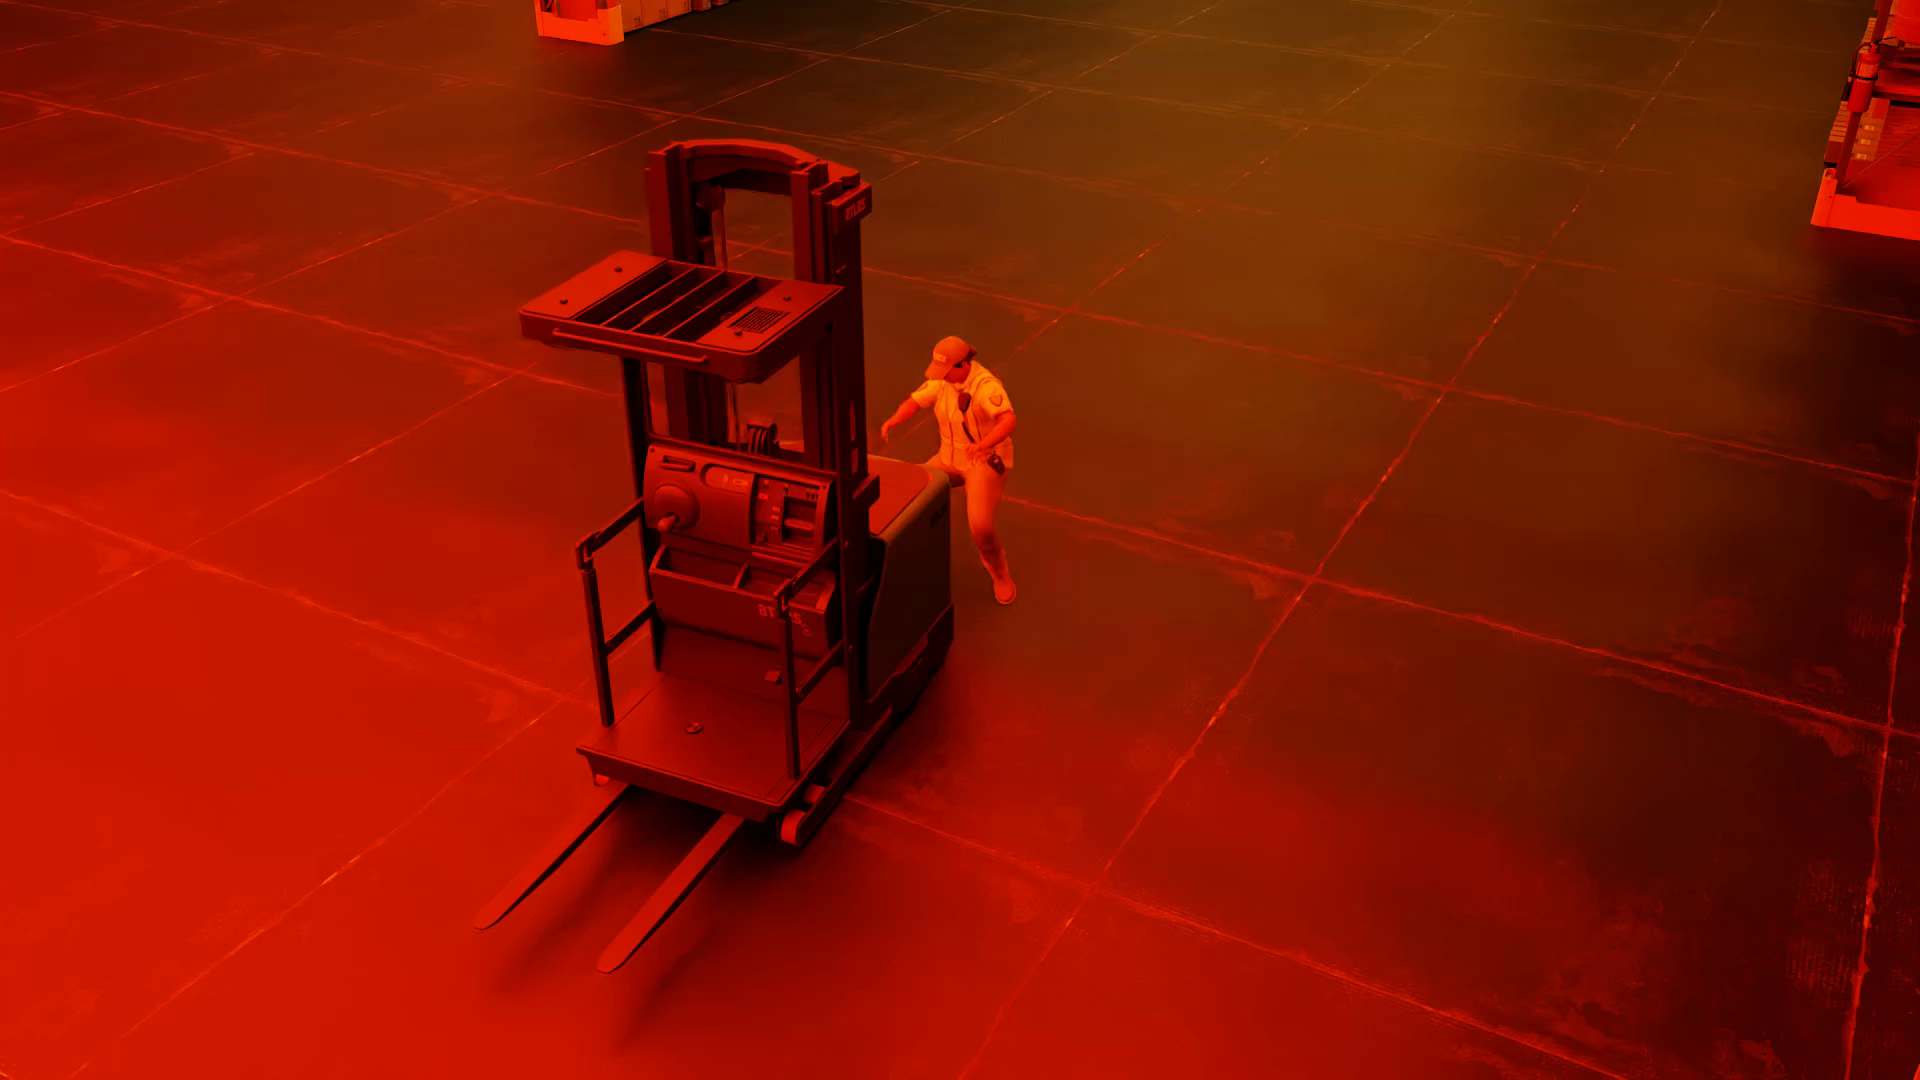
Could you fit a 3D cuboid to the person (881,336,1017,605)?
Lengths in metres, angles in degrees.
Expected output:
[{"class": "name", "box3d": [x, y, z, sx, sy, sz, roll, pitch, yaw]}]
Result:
[{"class": "person", "box3d": [-0.058, -0.435, 9.316, 0.721, 1.441, 1.023, -23, 37, -35]}]

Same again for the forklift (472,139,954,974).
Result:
[{"class": "forklift", "box3d": [-1.089, -0.120, 7.279, 1.130, 2.935, 3.031, 12, 32, 20]}]
